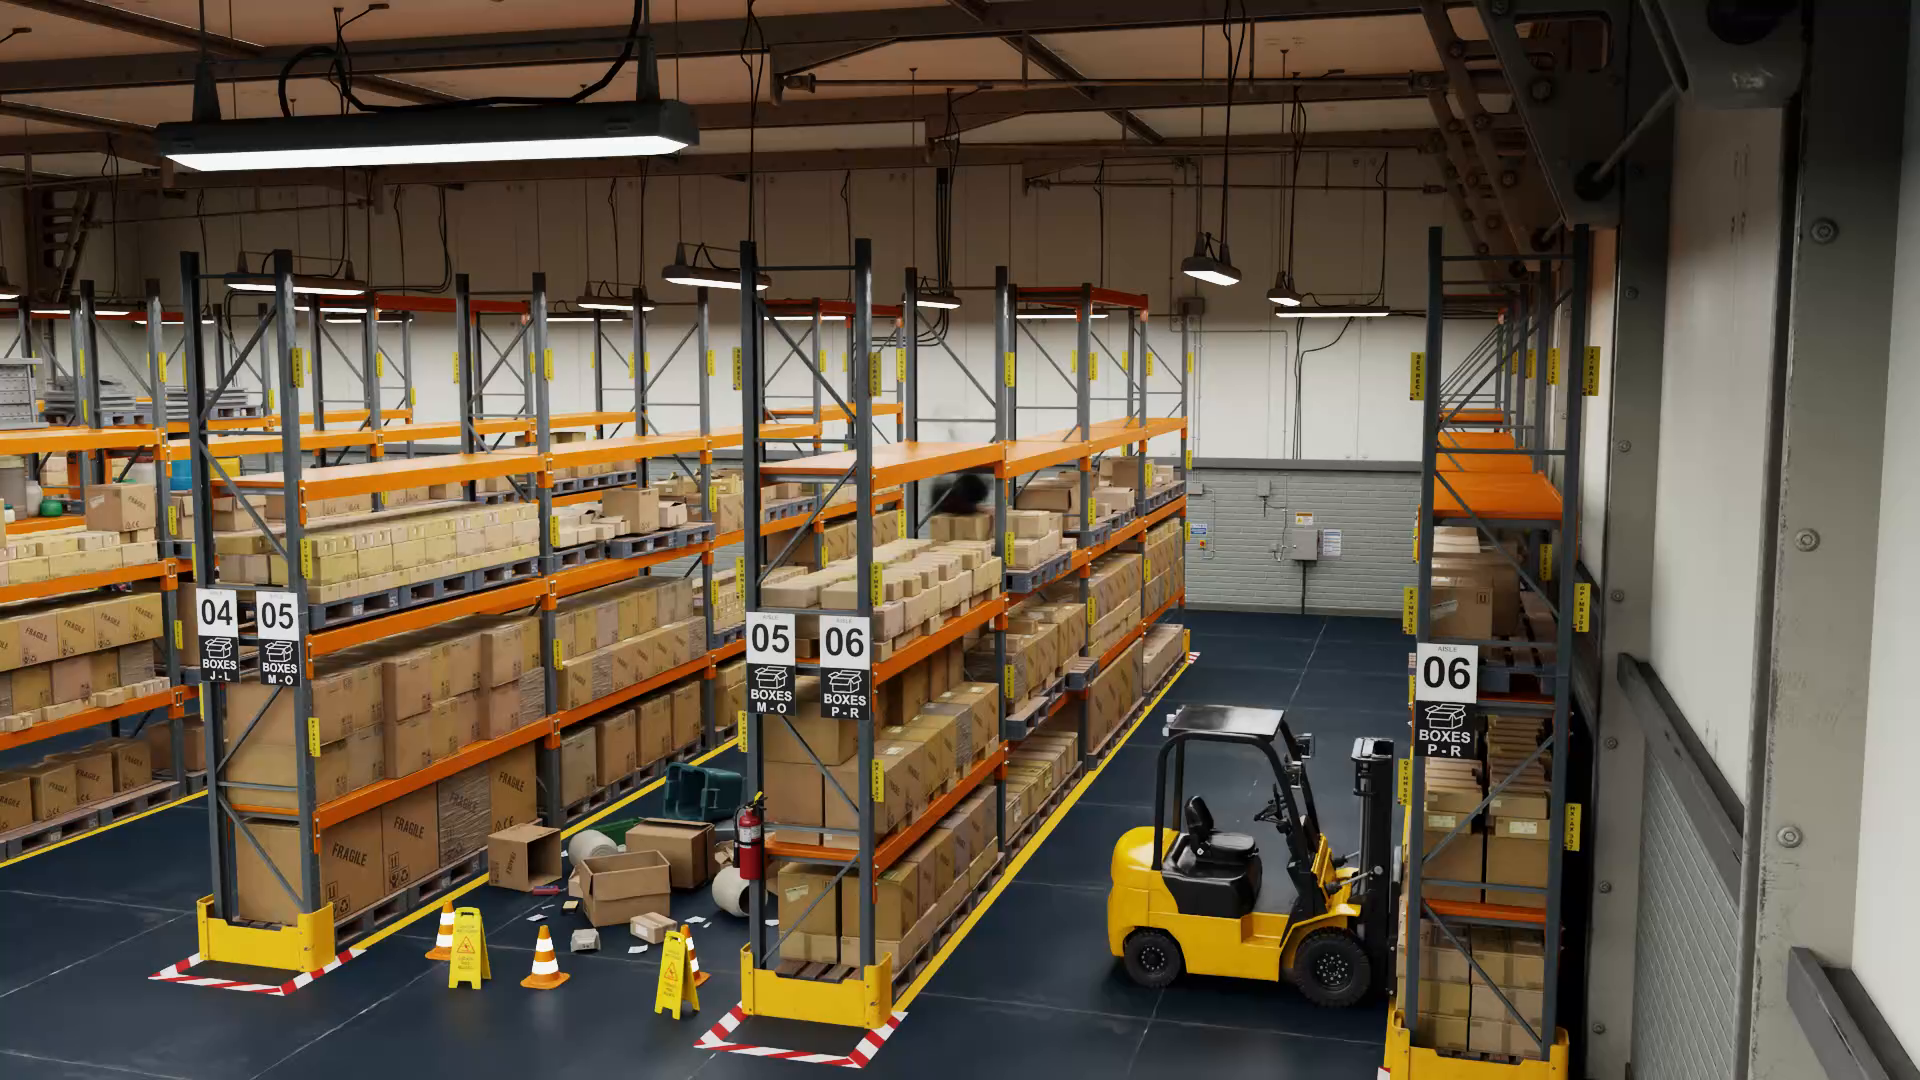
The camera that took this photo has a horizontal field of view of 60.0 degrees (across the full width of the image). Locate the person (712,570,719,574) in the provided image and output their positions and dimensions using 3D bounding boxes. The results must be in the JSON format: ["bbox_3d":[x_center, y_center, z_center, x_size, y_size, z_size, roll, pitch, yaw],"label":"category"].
[{"bbox_3d":[-3.985,1.308,27.175,0.603,1.668,0.564,2,7,20],"label":"person"}]
